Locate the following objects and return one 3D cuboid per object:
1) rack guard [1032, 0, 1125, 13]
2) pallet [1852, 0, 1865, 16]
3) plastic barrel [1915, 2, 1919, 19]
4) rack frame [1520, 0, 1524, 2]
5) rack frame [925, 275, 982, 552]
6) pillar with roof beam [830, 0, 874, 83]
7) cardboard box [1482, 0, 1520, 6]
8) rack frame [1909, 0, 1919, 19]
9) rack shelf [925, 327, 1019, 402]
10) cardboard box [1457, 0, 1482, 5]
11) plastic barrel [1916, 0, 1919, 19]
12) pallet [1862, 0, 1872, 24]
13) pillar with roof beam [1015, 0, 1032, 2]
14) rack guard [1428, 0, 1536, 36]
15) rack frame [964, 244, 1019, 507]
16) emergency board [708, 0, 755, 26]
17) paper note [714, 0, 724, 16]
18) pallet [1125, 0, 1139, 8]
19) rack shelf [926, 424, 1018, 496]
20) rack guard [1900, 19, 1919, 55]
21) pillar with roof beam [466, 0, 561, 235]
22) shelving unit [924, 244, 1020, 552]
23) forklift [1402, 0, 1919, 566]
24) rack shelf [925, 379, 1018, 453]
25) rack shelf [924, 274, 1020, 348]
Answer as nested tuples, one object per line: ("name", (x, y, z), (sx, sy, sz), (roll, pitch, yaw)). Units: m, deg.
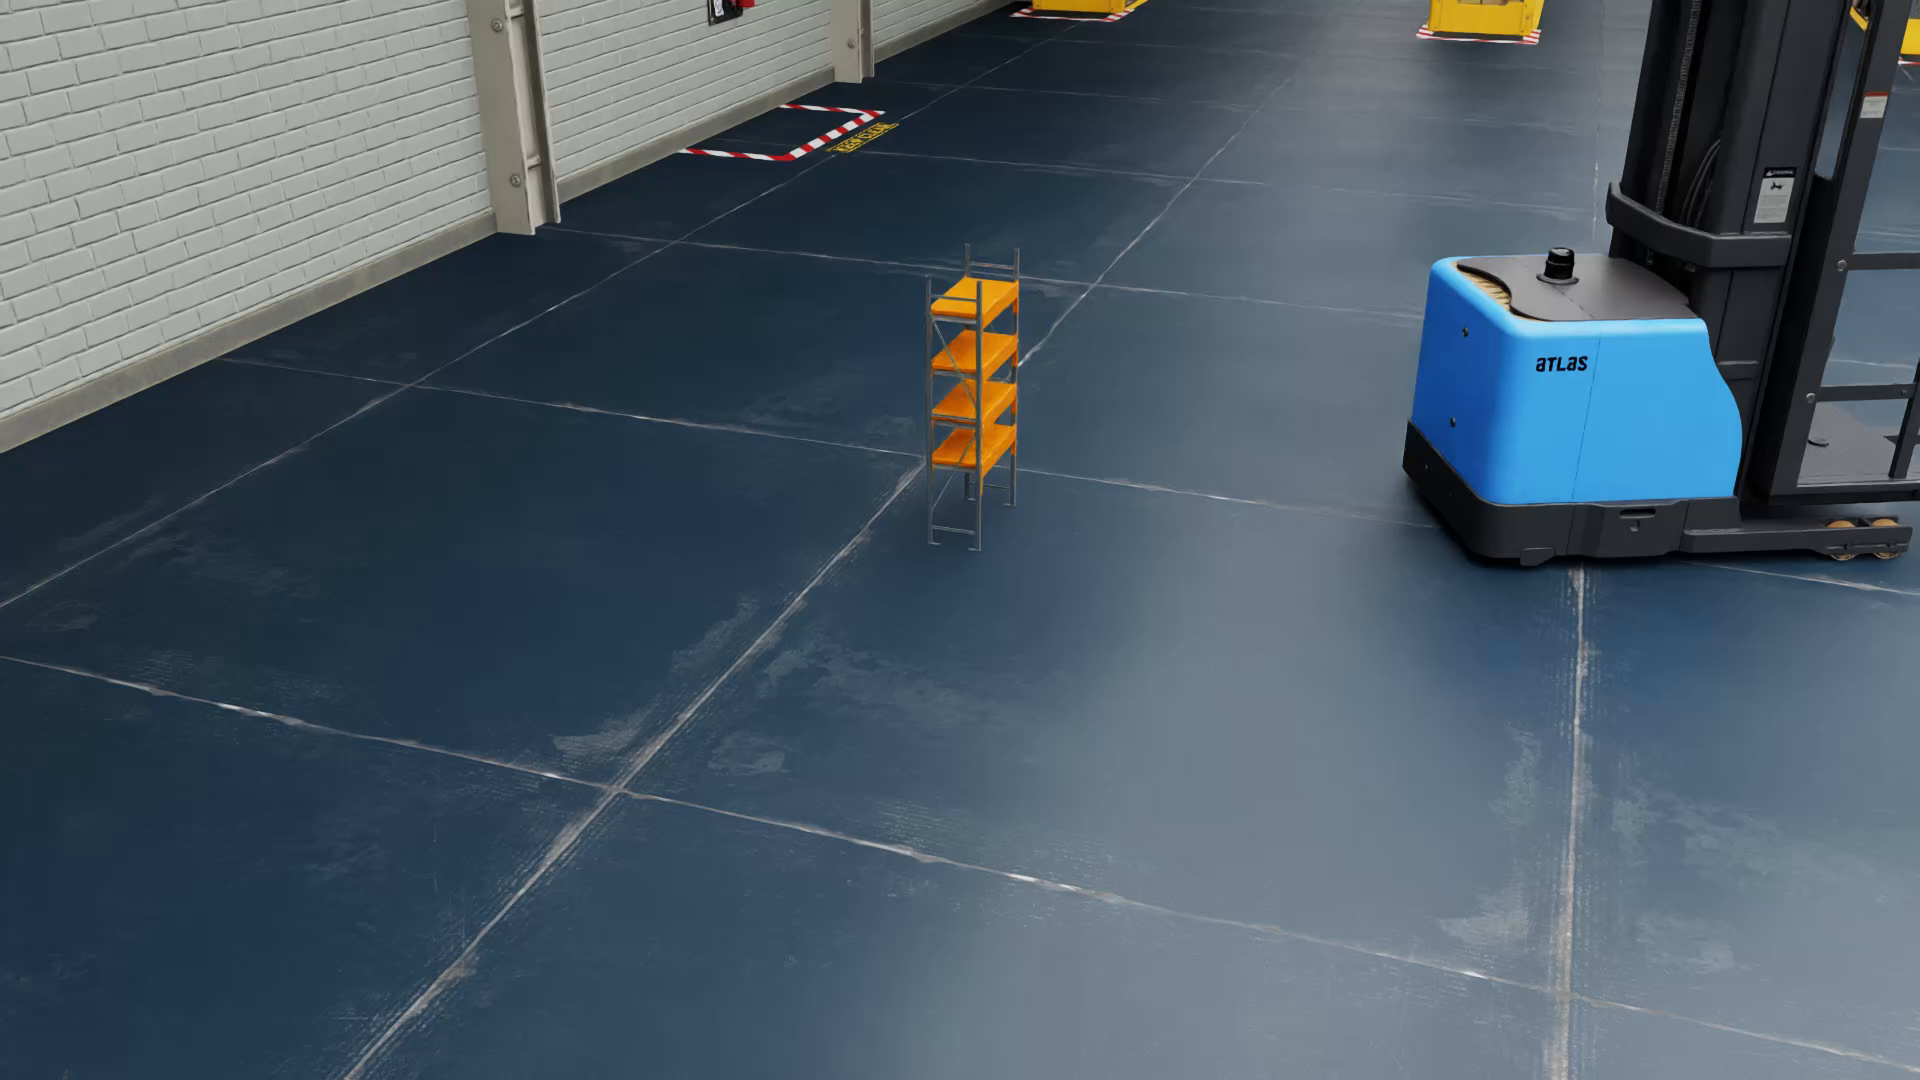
("rack guard", (1.515, -7.015, 21.166), (1.175, 0.500, 0.348), (9, 27, 17))
("pallet", (11.900, -6.791, 21.034), (1.003, 0.211, 1.213), (9, 27, 17))
("plastic barrel", (11.146, -6.229, 19.047), (0.421, 0.512, 0.421), (0, 26, 0))
("rack frame", (6.162, -7.392, 19.076), (1.000, 3.000, 0.127), (9, 27, 17))
("rack frame", (-0.026, -0.508, 6.922), (0.240, 1.200, 0.015), (9, 27, 17))
("pillar with roof beam", (2.970, -8.133, 13.721), (9.100, 9.000, 0.400), (9, 27, 17))
("cardboard box", (6.550, -6.532, 19.972), (0.500, 0.250, 0.500), (9, 27, 17))
("rack frame", (10.832, -6.673, 17.589), (1.000, 3.000, 0.127), (9, 27, 17))
("rack shelf", (0.055, -0.749, 7.061), (0.258, 0.148, 0.480), (9, 27, 17))
("cardboard box", (6.062, -6.607, 20.127), (0.500, 0.250, 0.500), (9, 27, 17))
("plastic barrel", (10.979, -6.023, 18.621), (0.421, 0.512, 0.421), (0, 26, 0))
("pallet", (11.496, -6.288, 19.996), (1.003, 0.211, 1.213), (9, 27, 17))
("pillar with roof beam", (4.966, -10.598, 18.813), (9.100, 9.000, 0.400), (9, 27, 17))
("rack guard", (6.154, -6.258, 19.600), (1.175, 0.500, 0.348), (9, 27, 17))
("rack frame", (0.136, -0.708, 7.336), (0.240, 1.200, 0.015), (9, 27, 17))
("emergency board", (-1.948, -5.047, 14.231), (0.194, 1.169, 0.643), (9, 27, 17))
("paper note", (-2.072, -4.588, 14.294), (0.016, 0.148, 0.142), (9, 27, 17))
("pallet", (1.819, -7.214, 21.908), (1.003, 0.211, 1.213), (9, 27, 17))
("rack shelf", (0.055, -0.369, 7.245), (0.258, 0.148, 0.480), (9, 27, 17))
("rack guard", (10.813, -5.586, 18.213), (1.175, 0.500, 0.348), (9, 27, 17))
("pillar with roof beam", (0.973, -5.667, 8.628), (9.100, 9.000, 0.400), (9, 27, 17))
("shelving unit", (0.055, -0.608, 7.129), (0.258, 1.200, 0.503), (9, 27, 17))
("forklift", (3.616, -1.460, 6.903), (3.031, 2.935, 1.130), (-2, 26, -5))
("rack shelf", (0.055, -0.548, 7.158), (0.258, 0.148, 0.480), (9, 27, 17))
("rack shelf", (0.055, -0.962, 6.958), (0.258, 0.148, 0.480), (9, 27, 17))
